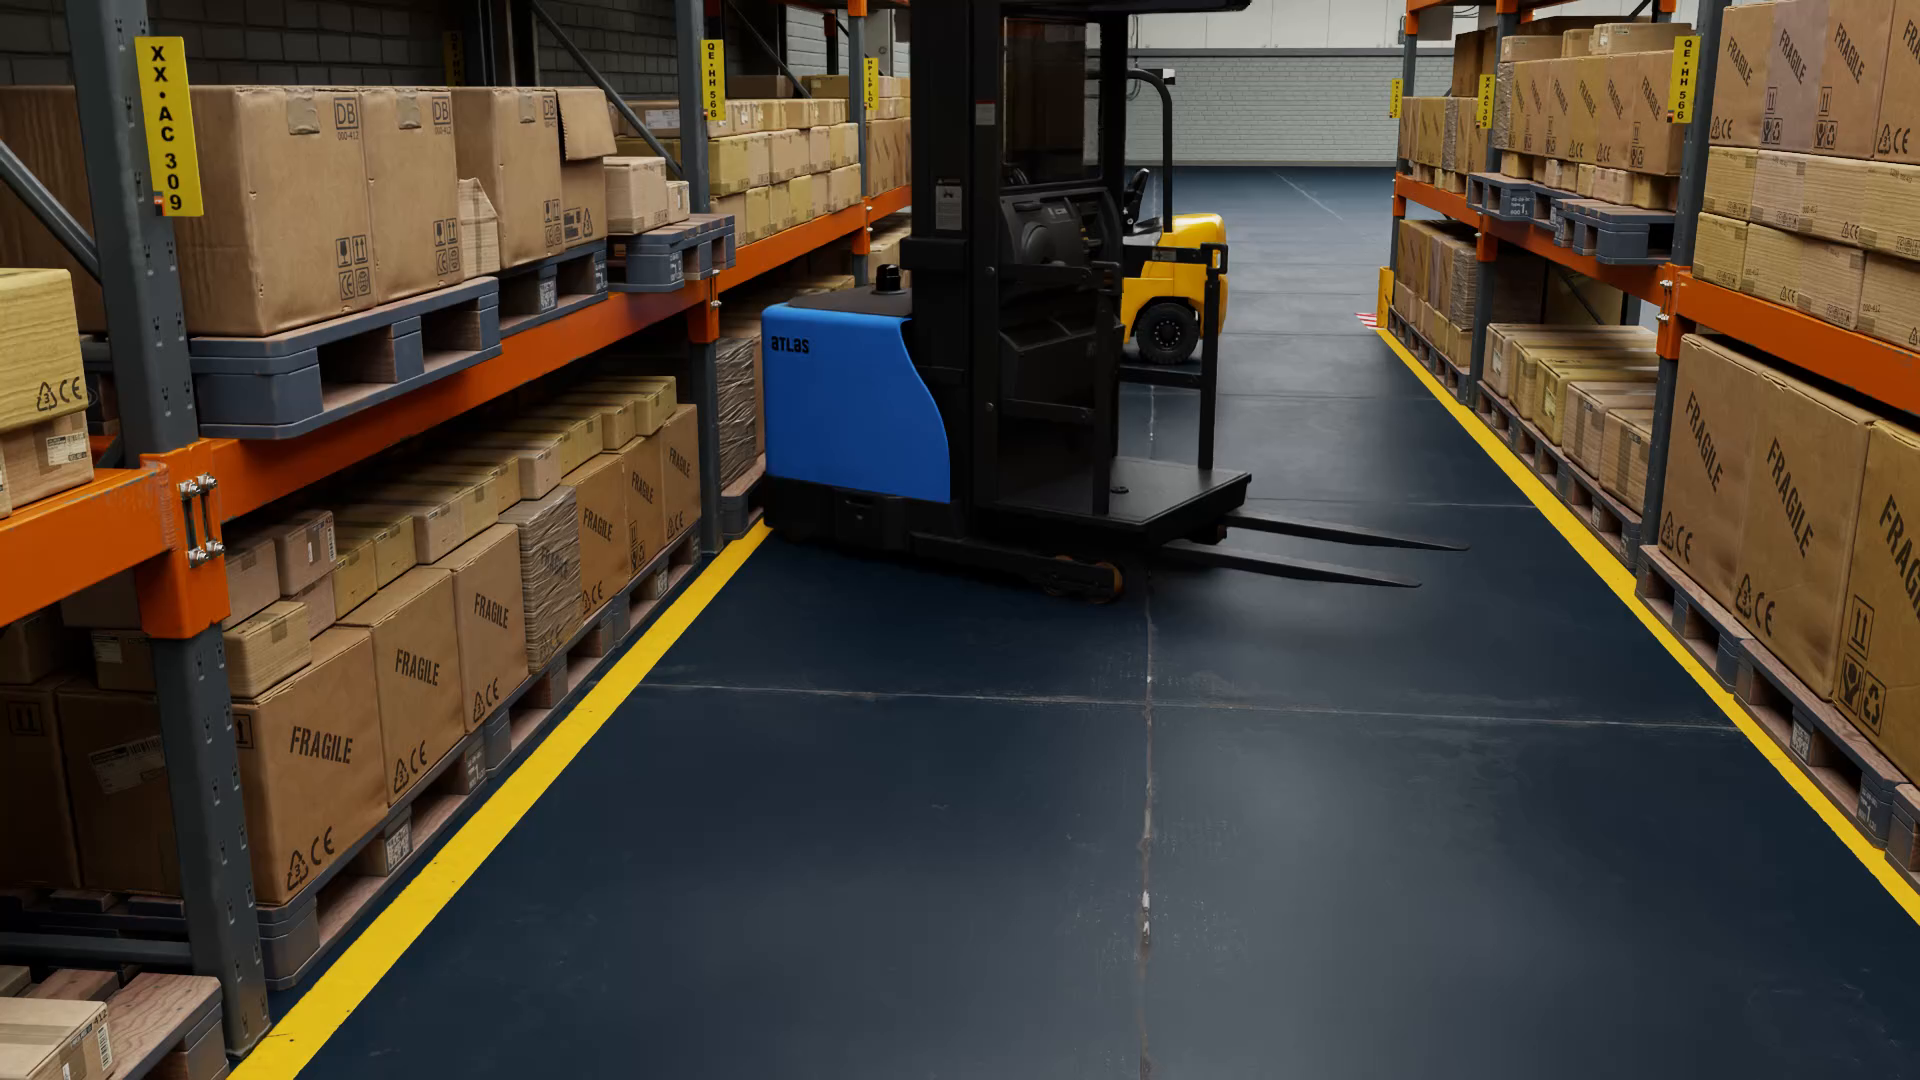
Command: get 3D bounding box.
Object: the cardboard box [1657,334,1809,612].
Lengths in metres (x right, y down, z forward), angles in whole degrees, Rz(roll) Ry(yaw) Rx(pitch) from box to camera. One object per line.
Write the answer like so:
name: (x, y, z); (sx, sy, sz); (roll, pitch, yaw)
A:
cardboard box: (3.203, -0.259, 6.140); (0.875, 0.875, 0.875); (2, 15, 6)

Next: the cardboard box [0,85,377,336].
cardboard box: (-1.744, -0.737, 3.644); (0.700, 0.500, 0.500); (2, 15, 8)

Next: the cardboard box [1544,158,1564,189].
cardboard box: (3.263, -1.907, 8.643); (0.380, 0.149, 0.250); (2, 15, 8)

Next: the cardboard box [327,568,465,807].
cardboard box: (-1.692, 0.380, 4.495); (0.500, 0.500, 0.500); (1, 15, 6)

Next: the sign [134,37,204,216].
sign: (-1.481, -0.771, 3.107); (0.100, 0.325, 0.005); (2, 15, 6)

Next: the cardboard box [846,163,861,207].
cardboard box: (-0.915, -2.231, 10.453); (0.500, 0.250, 0.500); (2, 15, 8)

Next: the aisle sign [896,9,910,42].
aisle sign: (-0.367, -4.742, 14.473); (0.394, 0.787, 0.004); (2, 15, 6)

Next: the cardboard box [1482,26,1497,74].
cardboard box: (4.211, -3.478, 12.100); (0.700, 0.500, 0.500); (2, 15, 6)

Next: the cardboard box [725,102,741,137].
cardboard box: (-1.212, -1.909, 7.541); (0.380, 0.149, 0.250); (2, 15, 7)

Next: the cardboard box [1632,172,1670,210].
cardboard box: (3.125, -1.504, 7.154); (0.380, 0.149, 0.250); (2, 15, 7)

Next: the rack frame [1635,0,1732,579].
rack frame: (3.363, -1.259, 6.571); (1.000, 3.000, 0.127); (2, 15, 6)

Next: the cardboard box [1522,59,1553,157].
cardboard box: (3.351, -2.320, 8.930); (0.500, 0.500, 0.500); (2, 15, 6)

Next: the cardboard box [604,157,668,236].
cardboard box: (-1.367, -1.251, 6.026); (0.500, 0.250, 0.500); (1, 15, 4)

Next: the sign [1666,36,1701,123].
sign: (2.823, -1.793, 6.481); (0.100, 0.325, 0.005); (2, 15, 6)

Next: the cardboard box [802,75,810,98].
cardboard box: (-0.865, -3.092, 11.345); (0.380, 0.149, 0.250); (2, 15, 7)

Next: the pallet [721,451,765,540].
pallet: (-1.438, -0.270, 8.258); (1.003, 0.211, 1.213); (2, 15, 6)

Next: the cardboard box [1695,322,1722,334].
cardboard box: (5.287, -1.329, 11.614); (0.500, 0.500, 0.500); (-14, 20, -42)

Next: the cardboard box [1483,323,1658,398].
cardboard box: (3.758, -1.094, 10.193); (0.950, 0.372, 0.625); (2, 15, 7)

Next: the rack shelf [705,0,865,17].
rack shelf: (-1.344, -3.024, 8.729); (1.077, 0.370, 4.000); (2, 15, 6)

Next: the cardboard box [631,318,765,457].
cardboard box: (-1.420, -0.792, 8.588); (0.875, 0.625, 0.625); (2, 15, 8)

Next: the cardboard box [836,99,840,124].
cardboard box: (-0.947, -2.640, 10.246); (0.380, 0.149, 0.250); (1, 15, 5)

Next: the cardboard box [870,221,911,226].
cardboard box: (-0.508, -2.445, 13.504); (0.500, 0.250, 0.500); (2, 15, 7)

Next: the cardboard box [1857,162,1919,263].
cardboard box: (2.862, -0.910, 4.609); (0.500, 0.250, 0.500); (2, 15, 7)

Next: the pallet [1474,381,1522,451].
pallet: (3.728, -0.748, 10.025); (1.003, 0.211, 1.213); (2, 15, 6)

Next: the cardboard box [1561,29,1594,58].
cardboard box: (3.390, -2.608, 8.751); (0.380, 0.149, 0.250); (3, 15, 9)

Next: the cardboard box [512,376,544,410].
cardboard box: (-1.938, -0.587, 6.829); (0.380, 0.149, 0.250); (2, 15, 9)

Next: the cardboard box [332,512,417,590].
cardboard box: (-1.726, 0.026, 4.560); (0.380, 0.149, 0.250); (1, 15, 5)

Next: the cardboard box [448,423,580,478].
cardboard box: (-1.550, -0.307, 5.793); (0.380, 0.149, 0.250); (1, 15, 5)

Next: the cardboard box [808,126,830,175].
cardboard box: (-1.034, -2.210, 9.417); (0.500, 0.250, 0.500); (2, 15, 7)

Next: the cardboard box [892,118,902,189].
cardboard box: (-0.710, -2.864, 12.316); (0.500, 0.500, 0.500); (2, 15, 6)

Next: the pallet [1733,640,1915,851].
pallet: (3.059, 0.605, 5.020); (1.003, 0.211, 1.213); (2, 15, 6)

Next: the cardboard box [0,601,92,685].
cardboard box: (-2.266, 0.220, 3.843); (0.380, 0.149, 0.250); (1, 15, 4)

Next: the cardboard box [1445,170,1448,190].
cardboard box: (3.718, -2.597, 11.999); (0.380, 0.149, 0.250); (1, 15, 5)

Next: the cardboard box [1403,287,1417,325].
cardboard box: (3.835, -1.876, 13.316); (0.500, 0.250, 0.500); (2, 15, 8)

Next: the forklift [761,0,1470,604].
forklift: (0.609, -1.316, 6.913); (3.031, 2.935, 1.130); (10, 18, 32)

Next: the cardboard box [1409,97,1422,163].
cardboard box: (3.881, -3.277, 13.271); (0.500, 0.500, 0.500); (2, 15, 8)

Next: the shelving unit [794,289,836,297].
shelving unit: (-0.650, -0.701, 8.233); (0.252, 1.050, 0.215); (-14, 20, -43)

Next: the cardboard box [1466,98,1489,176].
cardboard box: (3.617, -2.611, 10.809); (0.500, 0.500, 0.500); (1, 15, 5)

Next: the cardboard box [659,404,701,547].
cardboard box: (-1.404, -0.284, 6.951); (0.500, 0.500, 0.500); (2, 15, 8)

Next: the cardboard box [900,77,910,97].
cardboard box: (-0.542, -3.551, 13.044); (0.380, 0.149, 0.250); (2, 15, 7)

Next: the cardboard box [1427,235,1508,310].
cardboard box: (3.727, -1.959, 12.189); (0.500, 0.500, 0.500); (3, 15, 9)

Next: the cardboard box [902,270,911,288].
cardboard box: (-0.634, -1.935, 12.579); (0.500, 0.250, 0.500); (2, 15, 6)

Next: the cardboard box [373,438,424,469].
cardboard box: (-2.031, -0.250, 5.583); (0.380, 0.149, 0.250); (2, 15, 7)

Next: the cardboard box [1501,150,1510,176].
cardboard box: (3.438, -2.244, 9.890); (0.380, 0.149, 0.250); (2, 15, 7)

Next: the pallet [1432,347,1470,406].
pallet: (3.855, -1.126, 11.420); (1.003, 0.211, 1.213); (2, 15, 6)

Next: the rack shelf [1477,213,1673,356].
rack shelf: (3.589, -1.430, 8.584); (1.077, 0.370, 4.000); (2, 15, 6)

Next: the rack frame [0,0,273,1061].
rack frame: (-2.021, -0.367, 3.272); (1.000, 3.000, 0.127); (2, 15, 6)

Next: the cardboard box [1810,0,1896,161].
cardboard box: (2.944, -1.406, 5.010); (0.500, 0.500, 0.500); (2, 15, 8)

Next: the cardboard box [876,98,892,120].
cardboard box: (-0.690, -3.075, 11.855); (0.380, 0.149, 0.250); (2, 15, 7)

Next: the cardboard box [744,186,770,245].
cardboard box: (-1.215, -1.570, 8.009); (0.500, 0.250, 0.500); (1, 15, 5)
